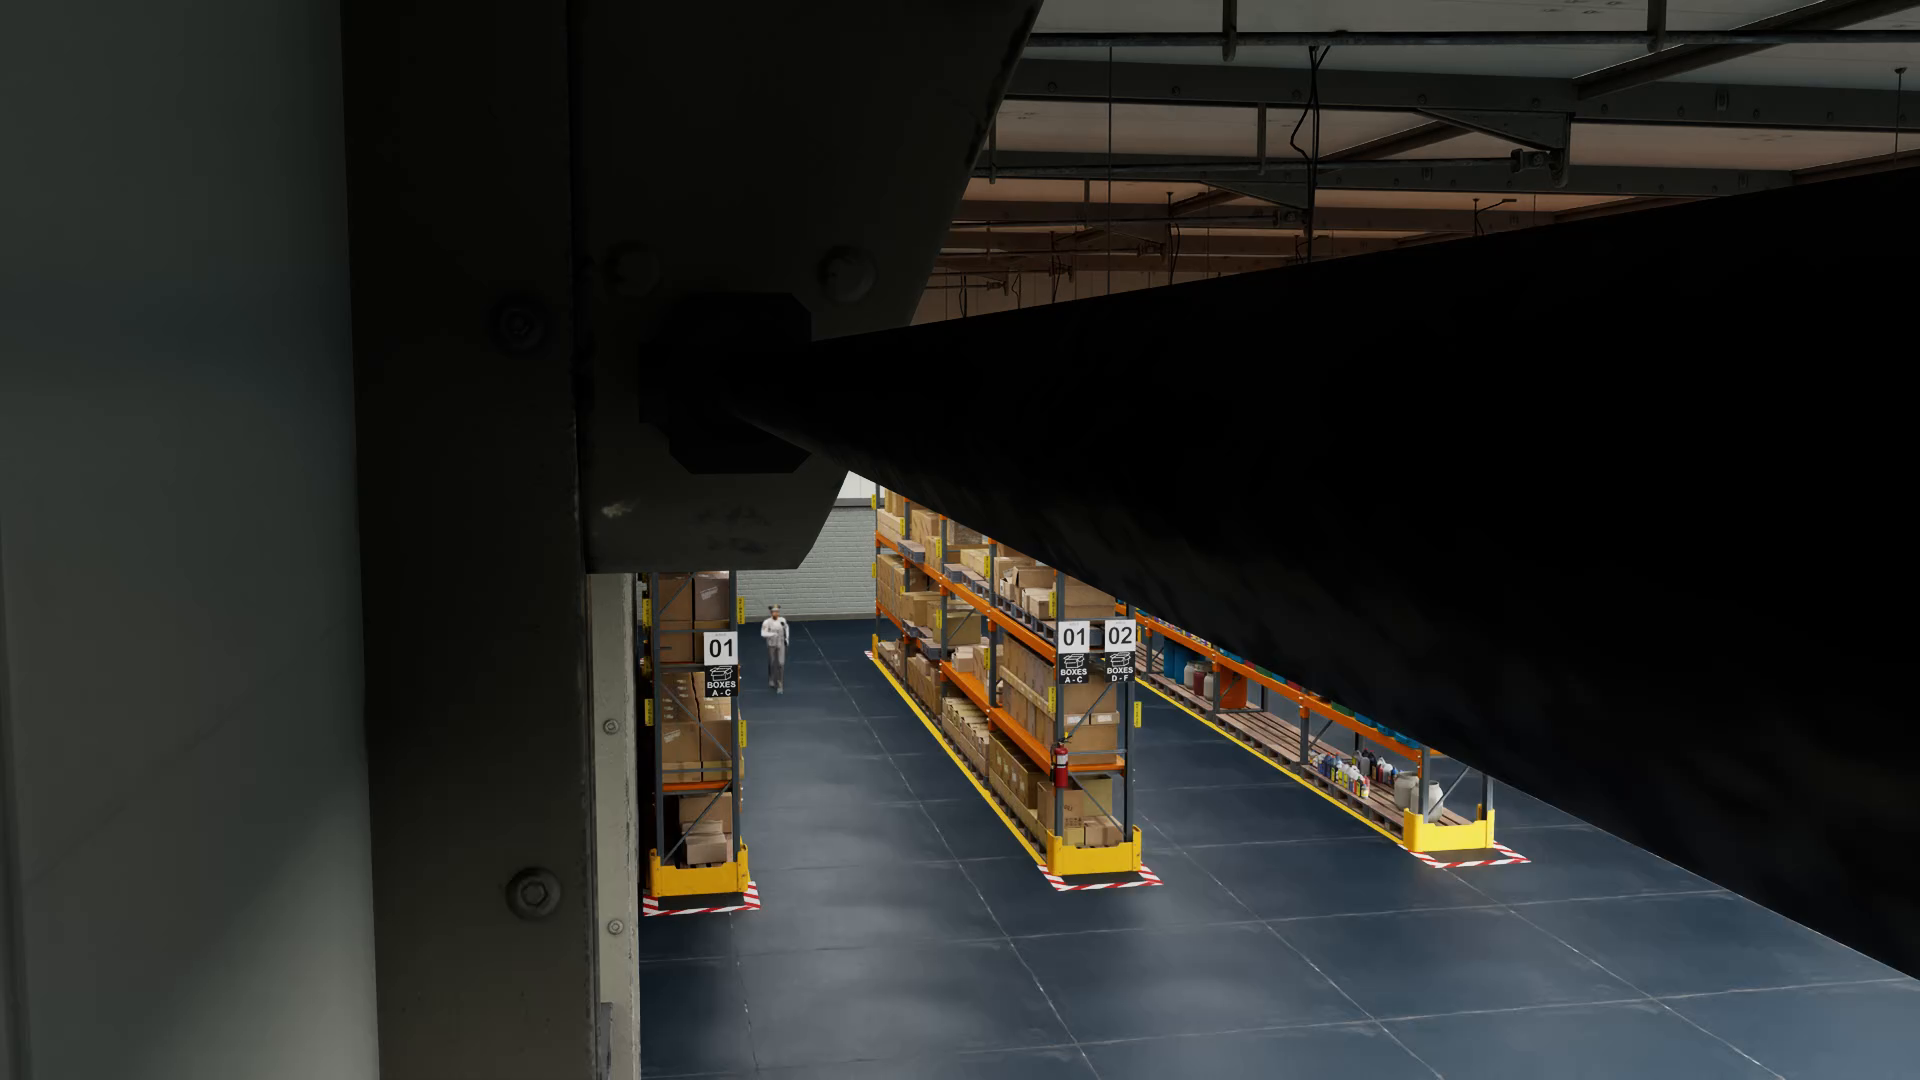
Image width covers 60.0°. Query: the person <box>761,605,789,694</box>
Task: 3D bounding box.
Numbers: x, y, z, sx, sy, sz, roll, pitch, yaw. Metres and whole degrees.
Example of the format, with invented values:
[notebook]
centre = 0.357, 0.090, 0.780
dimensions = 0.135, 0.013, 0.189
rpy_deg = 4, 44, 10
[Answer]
[person]
centre = -3.644, 2.118, 32.800
dimensions = 0.571, 1.741, 0.845
rpy_deg = -1, 6, -12
